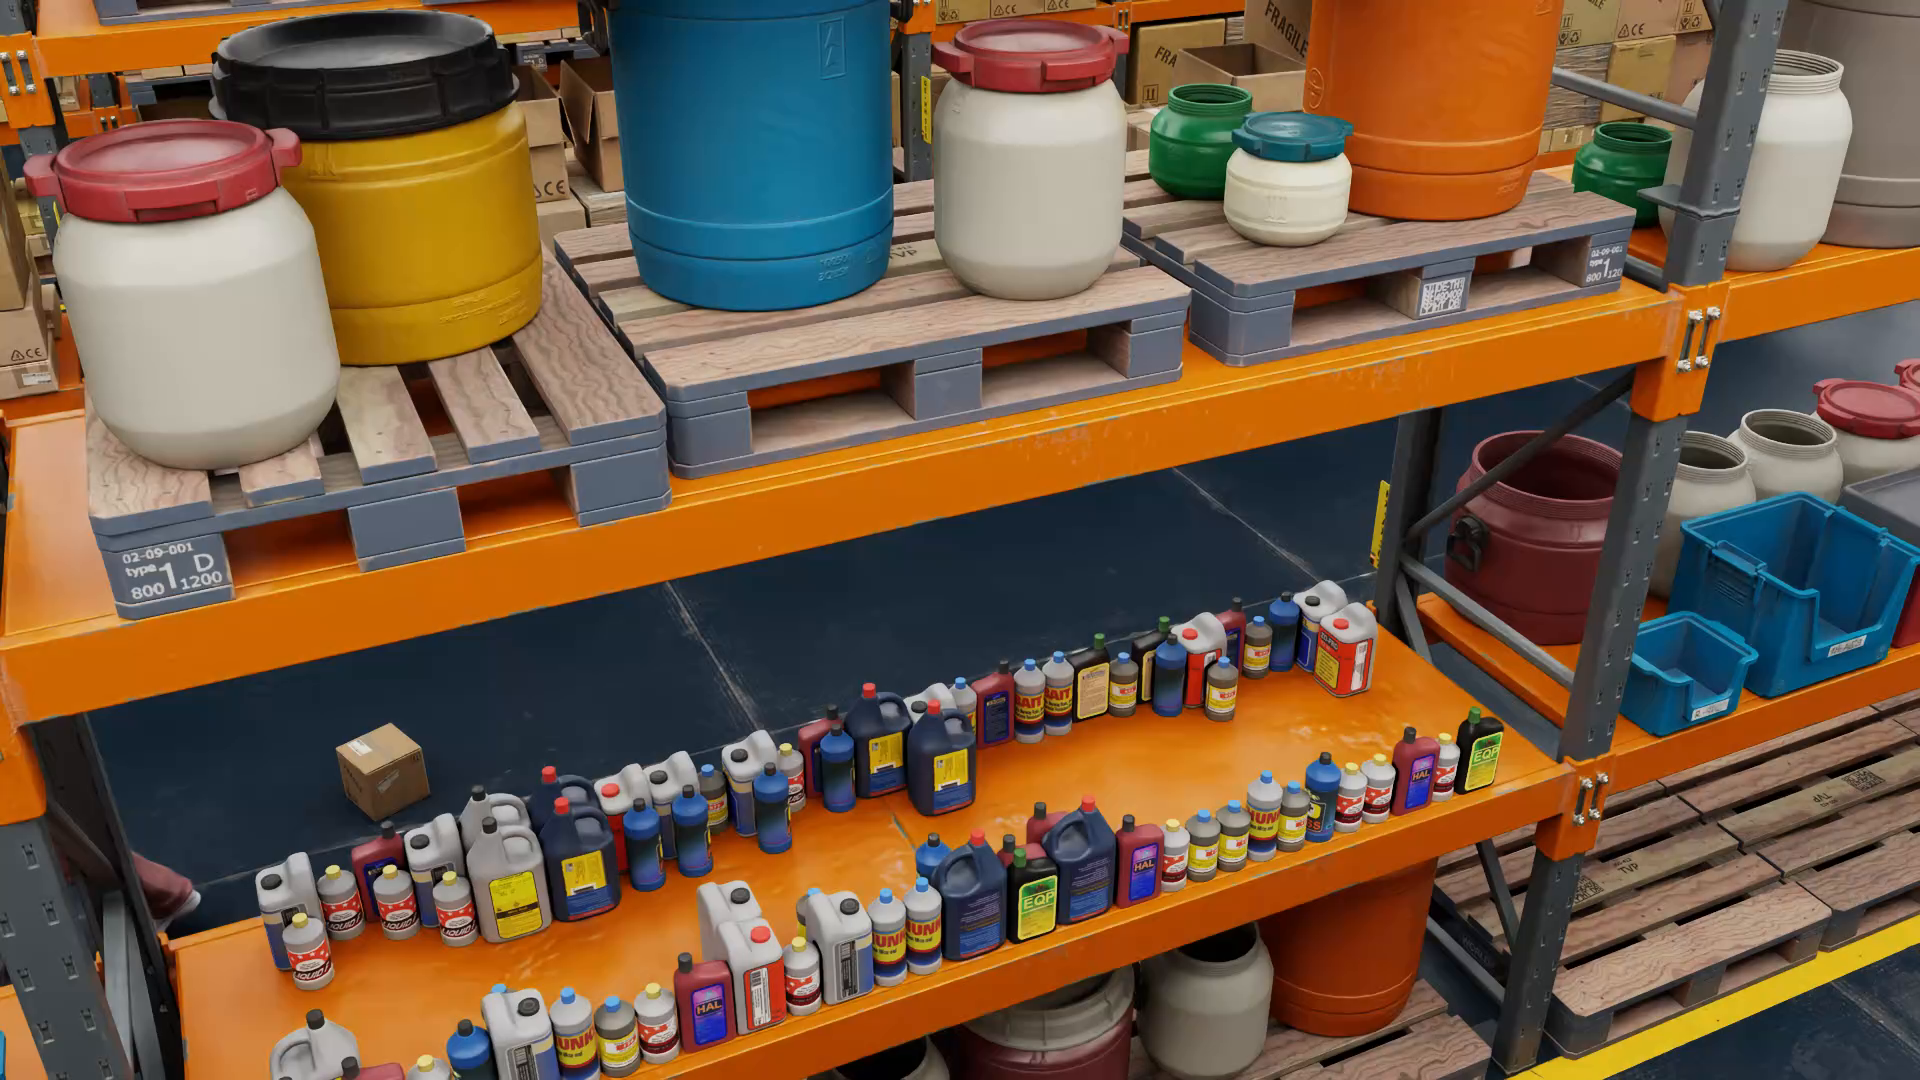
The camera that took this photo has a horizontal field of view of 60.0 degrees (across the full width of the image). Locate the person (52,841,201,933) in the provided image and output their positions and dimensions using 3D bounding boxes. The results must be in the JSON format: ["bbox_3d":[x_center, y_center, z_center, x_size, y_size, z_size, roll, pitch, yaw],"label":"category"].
[{"bbox_3d":[-3.281,0.841,5.643,1.026,1.618,0.450,-19,35,-30],"label":"person"}]
